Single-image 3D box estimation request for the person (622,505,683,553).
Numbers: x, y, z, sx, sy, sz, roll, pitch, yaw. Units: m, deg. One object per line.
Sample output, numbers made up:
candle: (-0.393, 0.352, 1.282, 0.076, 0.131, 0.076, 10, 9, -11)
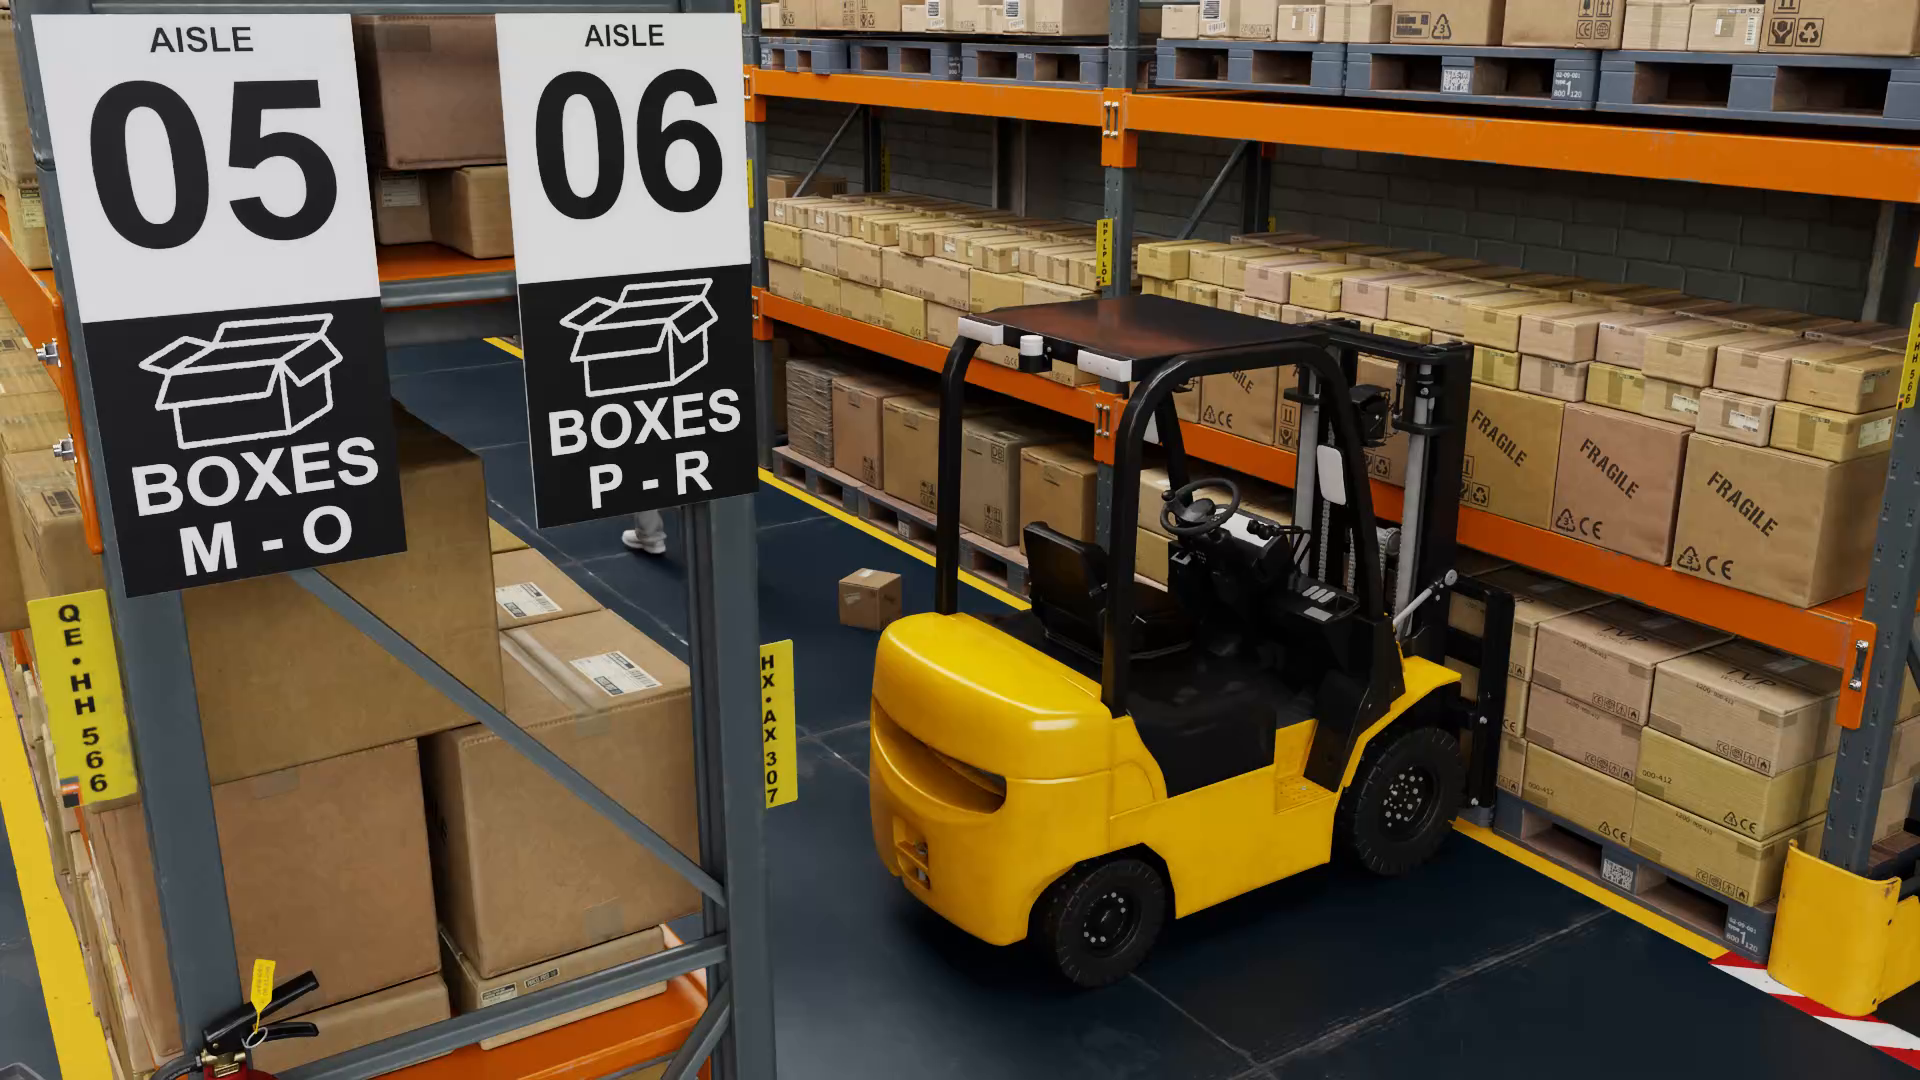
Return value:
person: (-1.816, -0.775, 9.899, 0.624, 1.762, 0.635, -14, 23, -38)
